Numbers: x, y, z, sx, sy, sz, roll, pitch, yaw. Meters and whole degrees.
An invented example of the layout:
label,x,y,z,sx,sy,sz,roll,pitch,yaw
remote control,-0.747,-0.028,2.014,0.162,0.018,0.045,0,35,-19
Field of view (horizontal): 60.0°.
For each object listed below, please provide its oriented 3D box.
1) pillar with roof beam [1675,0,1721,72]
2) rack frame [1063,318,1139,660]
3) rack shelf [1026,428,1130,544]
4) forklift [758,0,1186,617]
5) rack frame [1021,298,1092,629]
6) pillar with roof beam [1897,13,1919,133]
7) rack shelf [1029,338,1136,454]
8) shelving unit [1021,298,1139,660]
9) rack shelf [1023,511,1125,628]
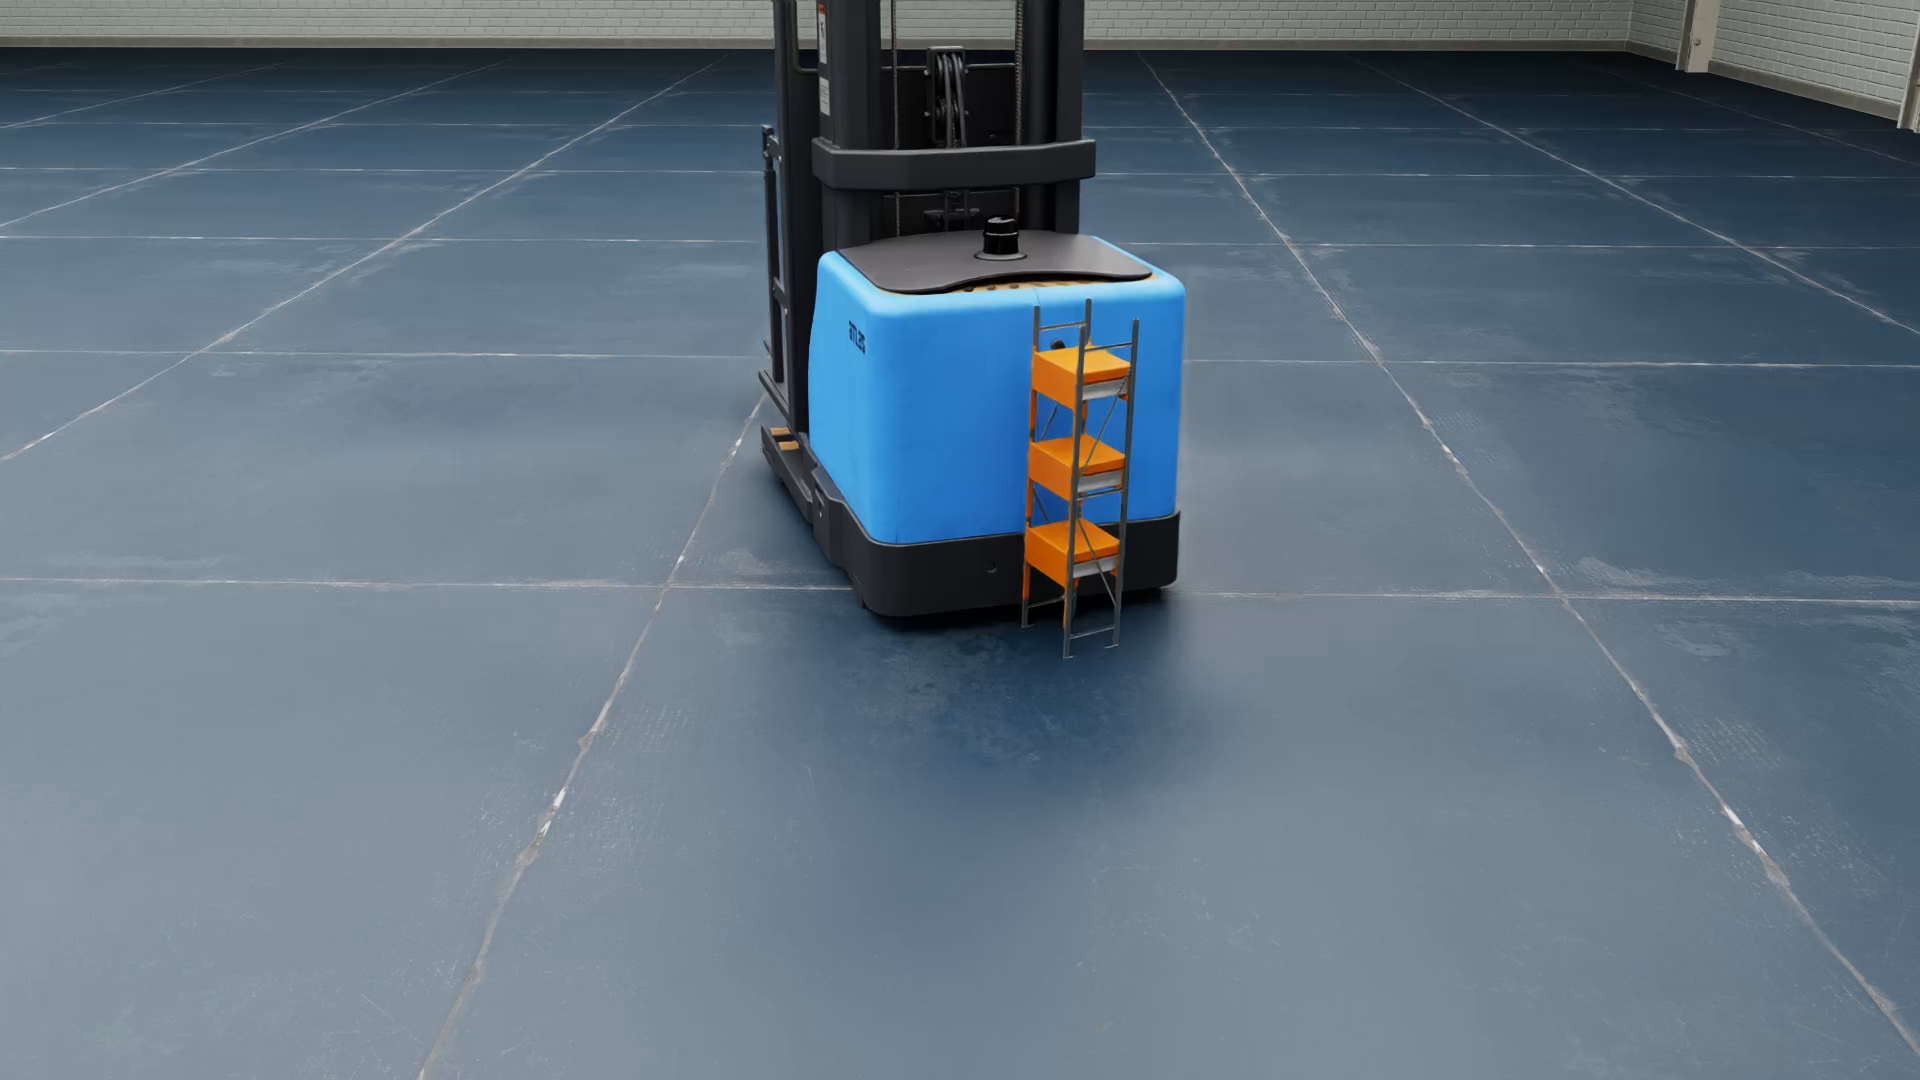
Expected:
label,x,y,z,sx,sy,sz,roll,pitch,yaw
pillar with roof beam,5.433,-10.481,20.600,9.100,9.000,0.400,1,21,2
rack frame,0.414,-0.134,4.922,0.200,1.050,0.008,-12,26,-27
rack shelf,0.354,-0.167,5.023,0.215,0.259,0.240,-12,26,-27
forklift,-0.180,-1.628,6.172,1.130,2.935,3.031,-6,22,-15
rack frame,0.294,-0.219,5.116,0.200,1.050,0.008,-12,26,-27
pillar with roof beam,5.251,-8.311,15.009,9.100,9.000,0.400,1,21,2
rack shelf,0.359,-0.428,4.911,0.215,0.259,0.240,-12,26,-27
shelving unit,0.354,-0.177,5.019,0.215,1.050,0.252,-12,26,-27
rack shelf,0.348,0.089,5.133,0.215,0.259,0.240,-12,26,-27
